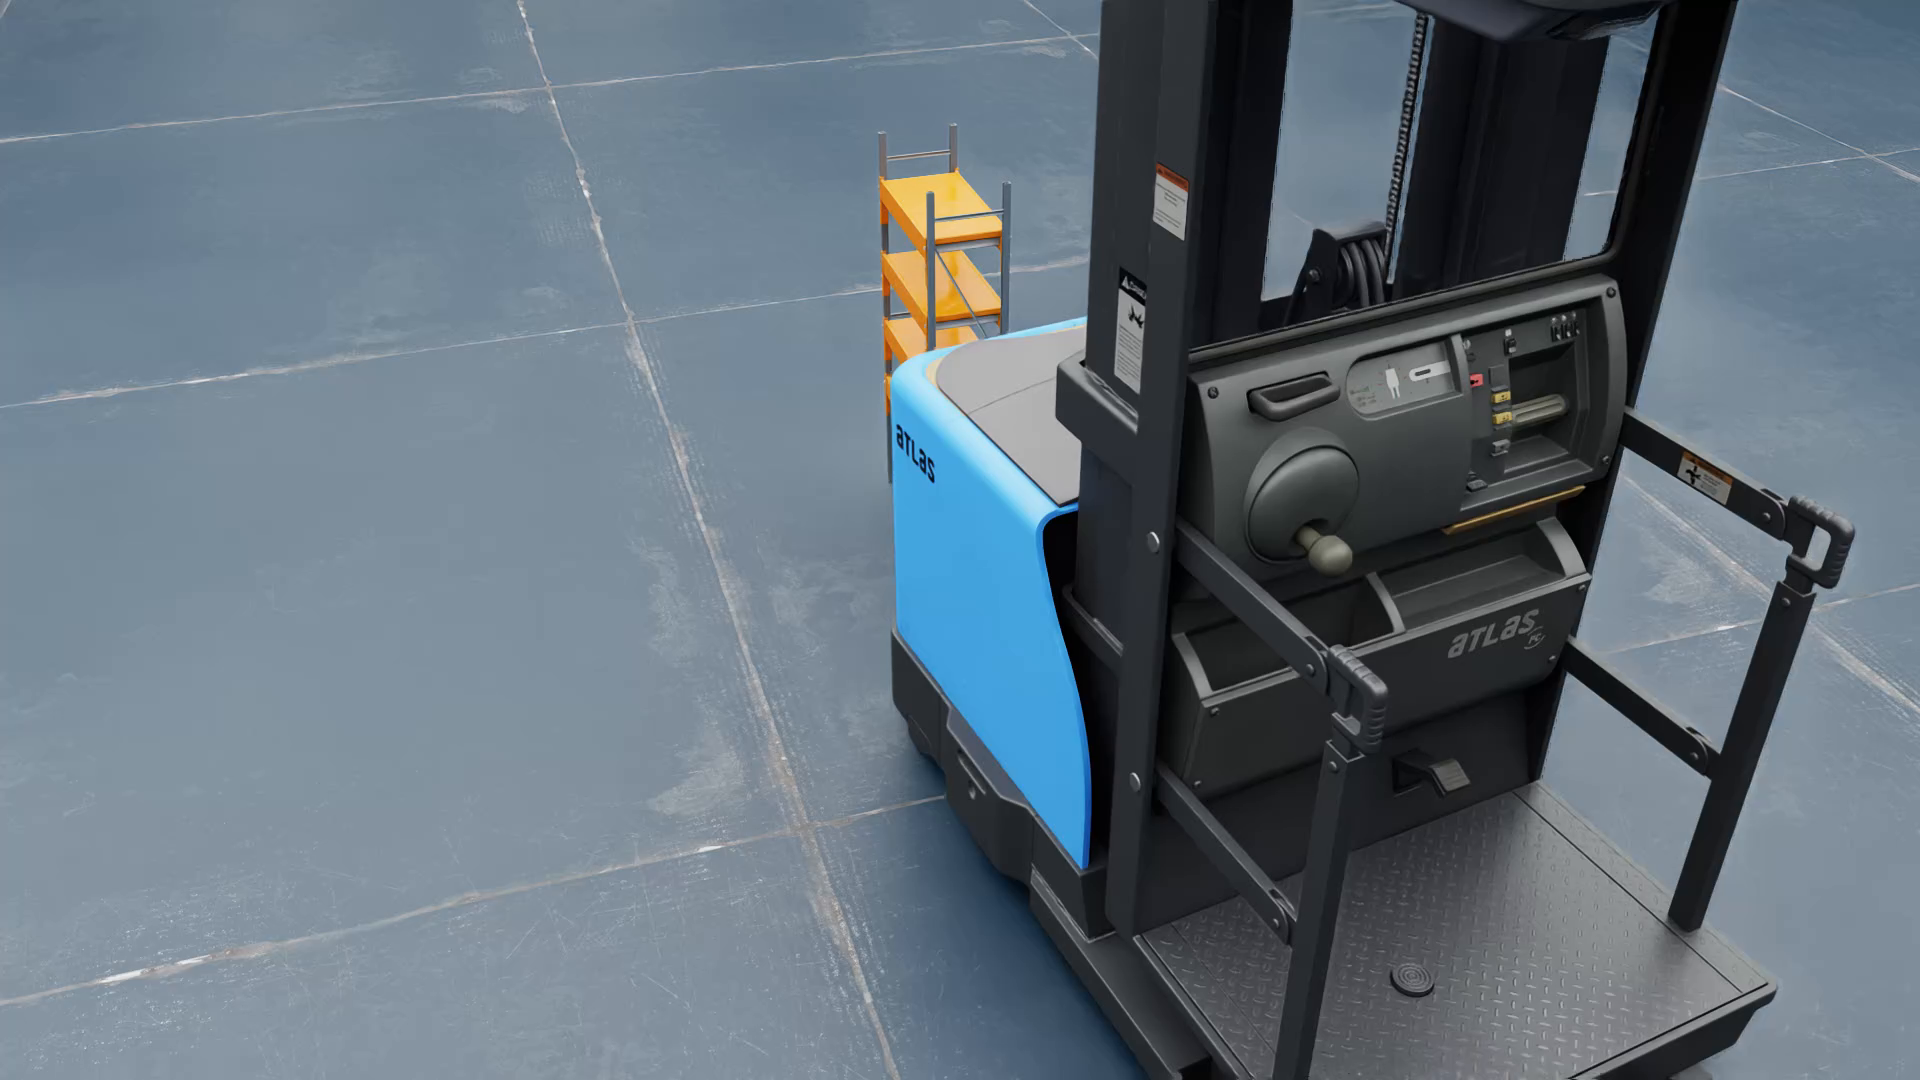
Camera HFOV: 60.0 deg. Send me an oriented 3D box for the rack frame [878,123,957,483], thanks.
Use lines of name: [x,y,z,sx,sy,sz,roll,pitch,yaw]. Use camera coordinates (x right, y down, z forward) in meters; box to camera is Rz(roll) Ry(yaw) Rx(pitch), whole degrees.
rack frame: [-0.125,-0.716,5.245,0.240,1.200,0.015,-10,35,-15]

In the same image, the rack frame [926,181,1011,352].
rack frame: [0.024,-0.459,4.857,0.240,1.200,0.015,-10,35,-15]

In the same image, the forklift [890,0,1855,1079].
forklift: [0.923,-0.149,2.817,1.130,2.935,3.031,-15,36,-22]

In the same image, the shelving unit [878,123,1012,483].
shelving unit: [-0.050,-0.587,5.051,0.258,1.200,0.503,-10,35,-15]

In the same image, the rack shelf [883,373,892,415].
rack shelf: [-0.050,-0.366,5.197,0.258,0.148,0.480,-10,35,-15]

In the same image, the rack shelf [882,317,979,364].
rack shelf: [-0.050,-0.531,5.088,0.258,0.148,0.480,-10,35,-15]

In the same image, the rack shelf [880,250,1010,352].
rack shelf: [-0.050,-0.718,4.965,0.258,0.148,0.480,-10,35,-15]

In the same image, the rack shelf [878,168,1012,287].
rack shelf: [-0.050,-0.915,4.834,0.258,0.148,0.480,-10,35,-15]
